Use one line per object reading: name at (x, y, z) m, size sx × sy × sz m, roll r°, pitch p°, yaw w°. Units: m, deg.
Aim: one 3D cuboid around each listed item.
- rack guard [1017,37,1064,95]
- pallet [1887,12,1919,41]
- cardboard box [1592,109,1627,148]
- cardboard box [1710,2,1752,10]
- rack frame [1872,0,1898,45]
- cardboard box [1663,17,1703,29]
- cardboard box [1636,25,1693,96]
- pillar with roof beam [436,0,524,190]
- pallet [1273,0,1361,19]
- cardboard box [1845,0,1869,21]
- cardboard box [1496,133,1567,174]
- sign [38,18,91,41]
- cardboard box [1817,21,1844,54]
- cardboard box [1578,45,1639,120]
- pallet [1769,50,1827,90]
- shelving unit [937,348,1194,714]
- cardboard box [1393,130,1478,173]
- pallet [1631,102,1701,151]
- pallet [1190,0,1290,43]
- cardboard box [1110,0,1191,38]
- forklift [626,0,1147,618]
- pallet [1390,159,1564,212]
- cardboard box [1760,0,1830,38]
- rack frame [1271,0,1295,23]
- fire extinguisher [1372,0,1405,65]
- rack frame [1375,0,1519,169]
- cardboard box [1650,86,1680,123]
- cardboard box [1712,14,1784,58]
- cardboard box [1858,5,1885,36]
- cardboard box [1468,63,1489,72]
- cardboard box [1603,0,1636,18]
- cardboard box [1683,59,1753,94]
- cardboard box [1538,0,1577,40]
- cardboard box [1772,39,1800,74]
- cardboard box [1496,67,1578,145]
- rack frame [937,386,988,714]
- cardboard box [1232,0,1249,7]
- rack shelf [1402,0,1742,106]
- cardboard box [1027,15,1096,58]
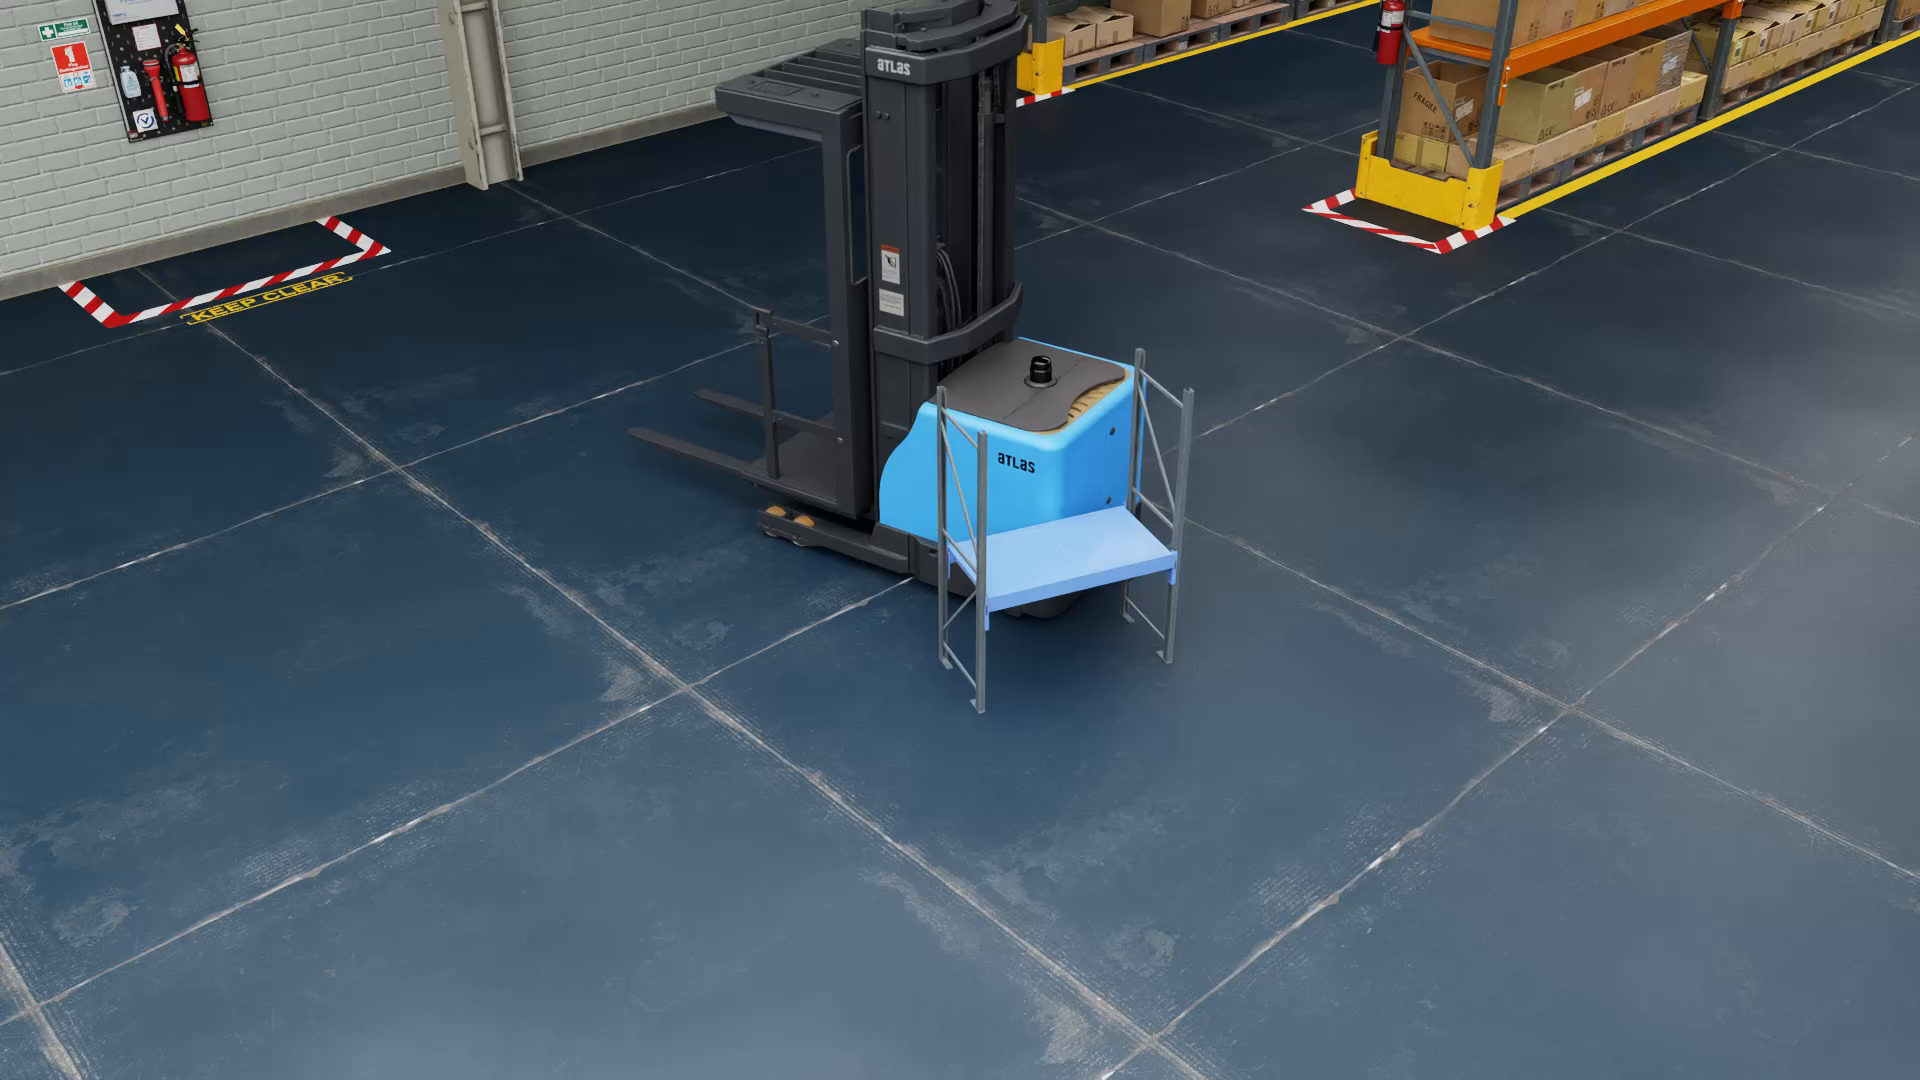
rack guard at (0.524, -4.886, 16.761) m, size 0.348 × 0.500 × 1.175 m, roll -26°, pitch 40°, yaw -35°
pallet at (10.278, -5.930, 18.746) m, size 1.213 × 0.211 × 1.003 m, roll -26°, pitch 40°, yaw -35°
cardboard box at (5.484, -3.675, 14.617) m, size 0.500 × 0.250 × 0.500 m, roll -26°, pitch 40°, yaw -35°
cardboard box at (7.619, -5.313, 16.758) m, size 0.500 × 0.311 × 0.500 m, roll -26°, pitch 40°, yaw -36°
rack frame at (9.705, -6.870, 17.609) m, size 0.127 × 3.000 × 1.000 m, roll -26°, pitch 40°, yaw -35°
cardboard box at (6.874, -4.949, 16.164) m, size 0.500 × 0.311 × 0.500 m, roll -26°, pitch 40°, yaw -35°
cardboard box at (6.206, -4.356, 15.012) m, size 0.500 × 0.500 × 0.500 m, roll -26°, pitch 40°, yaw -35°
pillar with roof beam at (-1.079, -5.289, 9.274) m, size 0.400 × 9.000 × 9.100 m, roll -26°, pitch 40°, yaw -35°
pallet at (3.971, -6.432, 19.566) m, size 1.213 × 0.211 × 1.003 m, roll -26°, pitch 40°, yaw -35°
cardboard box at (9.112, -5.648, 17.307) m, size 0.500 × 0.311 × 0.500 m, roll -27°, pitch 40°, yaw -36°
cardboard box at (4.748, -3.322, 14.040) m, size 0.500 × 0.250 × 0.500 m, roll -26°, pitch 40°, yaw -35°
sign at (-6.311, -3.598, 11.716) m, size 0.331 × 0.109 × 0.001 m, roll -26°, pitch 40°, yaw -35°
cardboard box at (8.739, -5.234, 17.168) m, size 0.500 × 0.250 × 0.500 m, roll -25°, pitch 39°, yaw -34°
cardboard box at (5.485, -3.994, 14.421) m, size 0.500 × 0.500 × 0.500 m, roll -26°, pitch 40°, yaw -35°
pallet at (8.181, -4.972, 17.179) m, size 1.213 × 0.211 × 1.003 m, roll -26°, pitch 40°, yaw -35°
shelving unit at (0.474, -0.040, 7.877) m, size 1.048 × 1.500 × 0.538 m, roll -13°, pitch 34°, yaw -20°
cardboard box at (4.031, -3.341, 14.072) m, size 0.500 × 0.250 × 0.500 m, roll -26°, pitch 40°, yaw -35°
pallet at (6.160, -3.995, 15.581) m, size 1.213 × 0.211 × 1.003 m, roll -26°, pitch 40°, yaw -35°
pallet at (2.933, -5.903, 18.701) m, size 1.213 × 0.211 × 1.003 m, roll -26°, pitch 40°, yaw -35°
cardboard box at (2.027, -5.701, 17.673) m, size 0.700 × 0.500 × 0.500 m, roll 26°, pitch 40°, yaw 36°
forklift at (-0.531, -1.427, 8.775) m, size 3.031 × 2.935 × 1.130 m, roll 18°, pitch 36°, yaw 27°
pallet at (4.371, -3.130, 14.166) m, size 1.213 × 0.211 × 1.003 m, roll -26°, pitch 40°, yaw -35°
cardboard box at (8.371, -5.293, 16.727) m, size 0.500 × 0.311 × 0.500 m, roll -25°, pitch 39°, yaw -34°
rack frame at (3.401, -7.344, 18.386) m, size 0.127 × 3.000 × 1.000 m, roll -26°, pitch 40°, yaw -35°
fire extinguisher at (3.436, -4.135, 13.211) m, size 0.183 × 0.674 × 0.296 m, roll -26°, pitch 40°, yaw -35°
rack frame at (3.839, -4.032, 12.968) m, size 0.127 × 3.000 × 1.000 m, roll -26°, pitch 40°, yaw -35°
cardboard box at (6.207, -4.035, 15.207) m, size 0.500 × 0.250 × 0.500 m, roll -26°, pitch 40°, yaw -35°
cardboard box at (7.615, -4.923, 16.121) m, size 0.500 × 0.311 × 0.500 m, roll -26°, pitch 40°, yaw -36°
cardboard box at (9.485, -5.596, 17.759) m, size 0.500 × 0.250 × 0.500 m, roll -25°, pitch 39°, yaw -34°
cardboard box at (4.753, -4.022, 14.467) m, size 0.500 × 0.500 × 0.500 m, roll -26°, pitch 40°, yaw -35°
cardboard box at (5.323, -4.786, 14.105) m, size 0.500 × 0.500 × 0.700 m, roll -24°, pitch 39°, yaw -34°
cardboard box at (7.236, -4.505, 15.975) m, size 0.500 × 0.250 × 0.500 m, roll -27°, pitch 40°, yaw -37°
cardboard box at (4.572, -4.423, 13.513) m, size 0.500 × 0.500 × 0.700 m, roll -25°, pitch 39°, yaw -34°
cardboard box at (7.990, -4.871, 16.573) m, size 0.500 × 0.250 × 0.500 m, roll -27°, pitch 41°, yaw -37°
cardboard box at (4.749, -3.641, 13.844) m, size 0.500 × 0.500 × 0.500 m, roll -26°, pitch 40°, yaw -35°
rack frame at (0.007, 0.065, 7.706) m, size 0.032 × 1.500 × 0.500 m, roll -13°, pitch 34°, yaw -20°
cardboard box at (3.029, -6.122, 18.681) m, size 0.380 × 0.166 × 0.250 m, roll 23°, pitch 38°, yaw 33°
rack shelf at (5.305, -4.434, 14.316) m, size 4.000 × 0.370 × 1.077 m, roll -26°, pitch 40°, yaw -35°
cardboard box at (1.037, -5.177, 16.997) m, size 0.500 × 0.311 × 0.500 m, roll 24°, pitch 39°, yaw 34°
